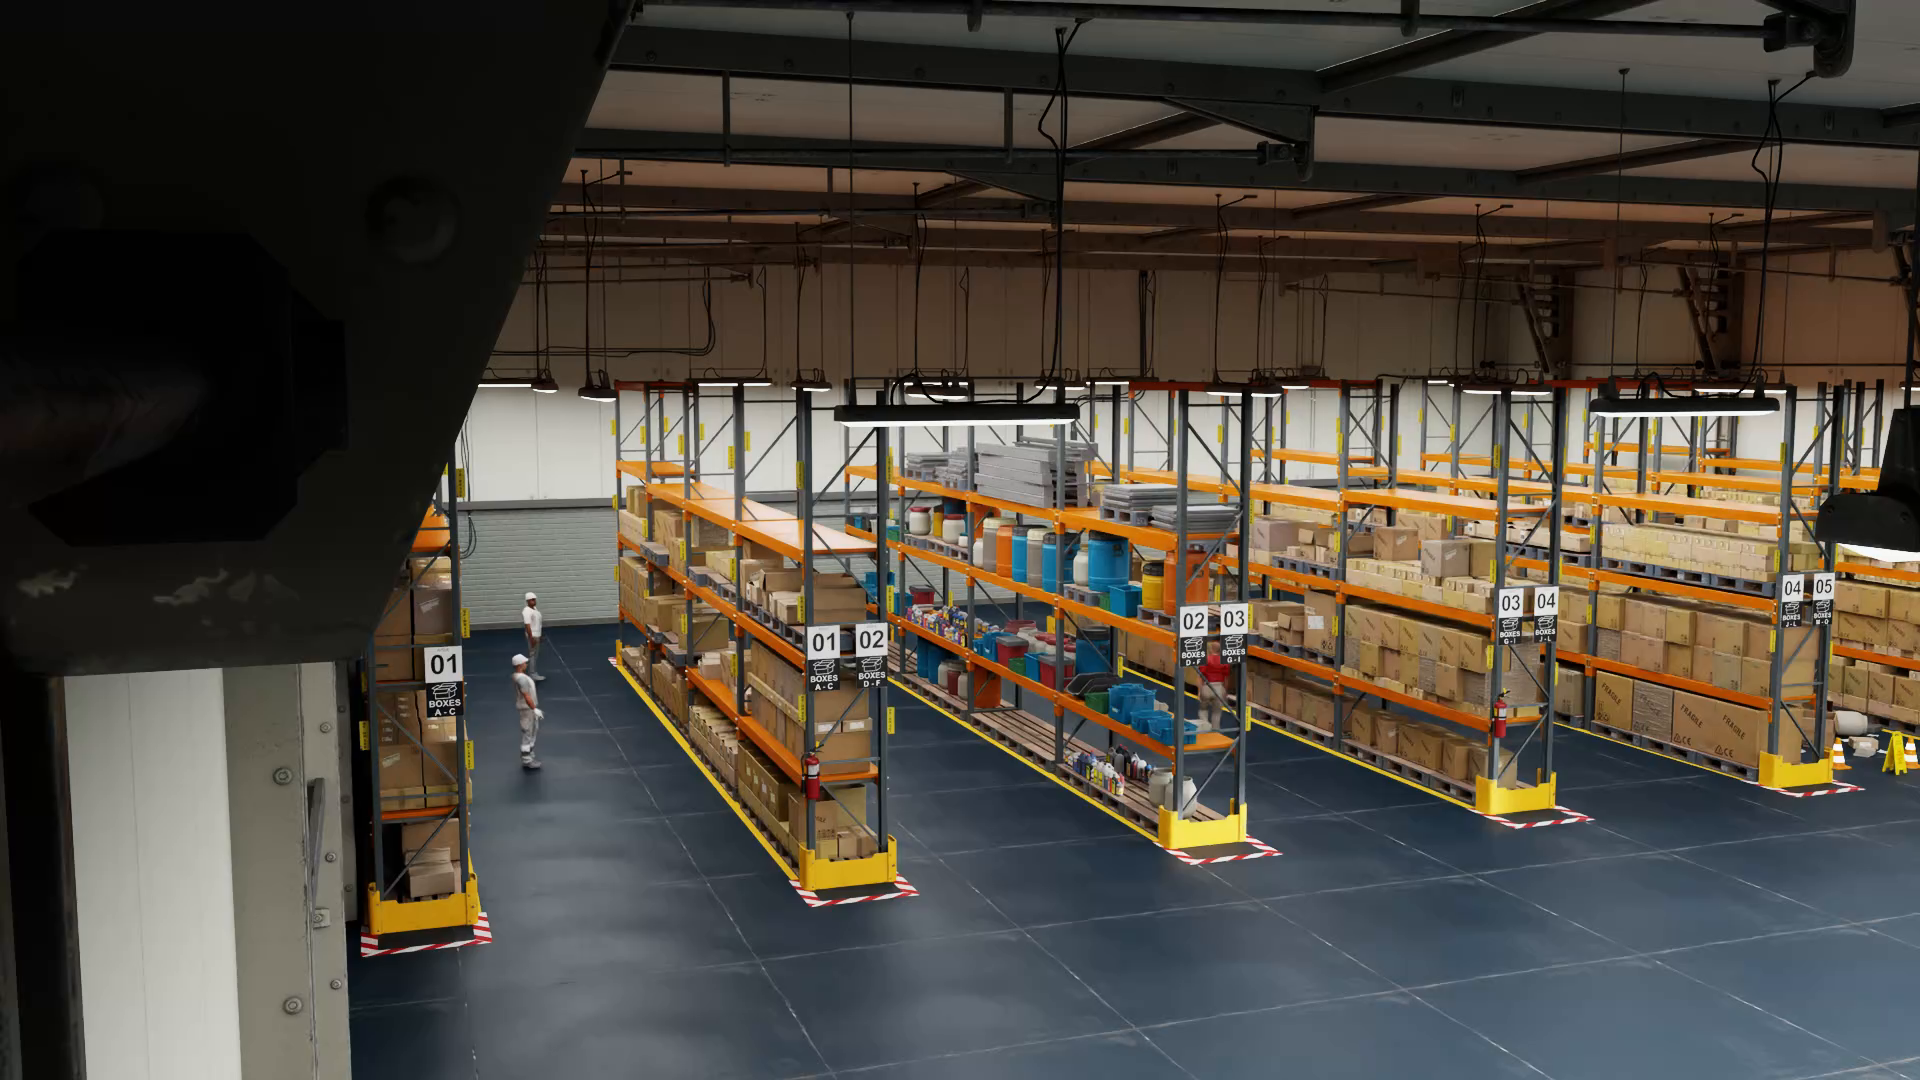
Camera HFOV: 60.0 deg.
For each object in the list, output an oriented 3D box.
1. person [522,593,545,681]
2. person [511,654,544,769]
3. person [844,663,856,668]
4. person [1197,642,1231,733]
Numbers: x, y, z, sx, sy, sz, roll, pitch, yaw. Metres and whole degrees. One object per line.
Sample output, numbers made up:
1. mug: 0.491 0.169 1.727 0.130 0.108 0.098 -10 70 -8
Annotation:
1. person: -8.539 1.935 33.284 0.398 1.779 0.589 -1 6 -9
2. person: -6.783 2.693 26.194 0.577 1.829 0.646 0 6 0
3. person: -2.235 1.780 34.721 0.561 1.766 0.446 5 8 37
4. person: 4.232 2.551 27.677 0.528 1.747 0.451 2 6 16
